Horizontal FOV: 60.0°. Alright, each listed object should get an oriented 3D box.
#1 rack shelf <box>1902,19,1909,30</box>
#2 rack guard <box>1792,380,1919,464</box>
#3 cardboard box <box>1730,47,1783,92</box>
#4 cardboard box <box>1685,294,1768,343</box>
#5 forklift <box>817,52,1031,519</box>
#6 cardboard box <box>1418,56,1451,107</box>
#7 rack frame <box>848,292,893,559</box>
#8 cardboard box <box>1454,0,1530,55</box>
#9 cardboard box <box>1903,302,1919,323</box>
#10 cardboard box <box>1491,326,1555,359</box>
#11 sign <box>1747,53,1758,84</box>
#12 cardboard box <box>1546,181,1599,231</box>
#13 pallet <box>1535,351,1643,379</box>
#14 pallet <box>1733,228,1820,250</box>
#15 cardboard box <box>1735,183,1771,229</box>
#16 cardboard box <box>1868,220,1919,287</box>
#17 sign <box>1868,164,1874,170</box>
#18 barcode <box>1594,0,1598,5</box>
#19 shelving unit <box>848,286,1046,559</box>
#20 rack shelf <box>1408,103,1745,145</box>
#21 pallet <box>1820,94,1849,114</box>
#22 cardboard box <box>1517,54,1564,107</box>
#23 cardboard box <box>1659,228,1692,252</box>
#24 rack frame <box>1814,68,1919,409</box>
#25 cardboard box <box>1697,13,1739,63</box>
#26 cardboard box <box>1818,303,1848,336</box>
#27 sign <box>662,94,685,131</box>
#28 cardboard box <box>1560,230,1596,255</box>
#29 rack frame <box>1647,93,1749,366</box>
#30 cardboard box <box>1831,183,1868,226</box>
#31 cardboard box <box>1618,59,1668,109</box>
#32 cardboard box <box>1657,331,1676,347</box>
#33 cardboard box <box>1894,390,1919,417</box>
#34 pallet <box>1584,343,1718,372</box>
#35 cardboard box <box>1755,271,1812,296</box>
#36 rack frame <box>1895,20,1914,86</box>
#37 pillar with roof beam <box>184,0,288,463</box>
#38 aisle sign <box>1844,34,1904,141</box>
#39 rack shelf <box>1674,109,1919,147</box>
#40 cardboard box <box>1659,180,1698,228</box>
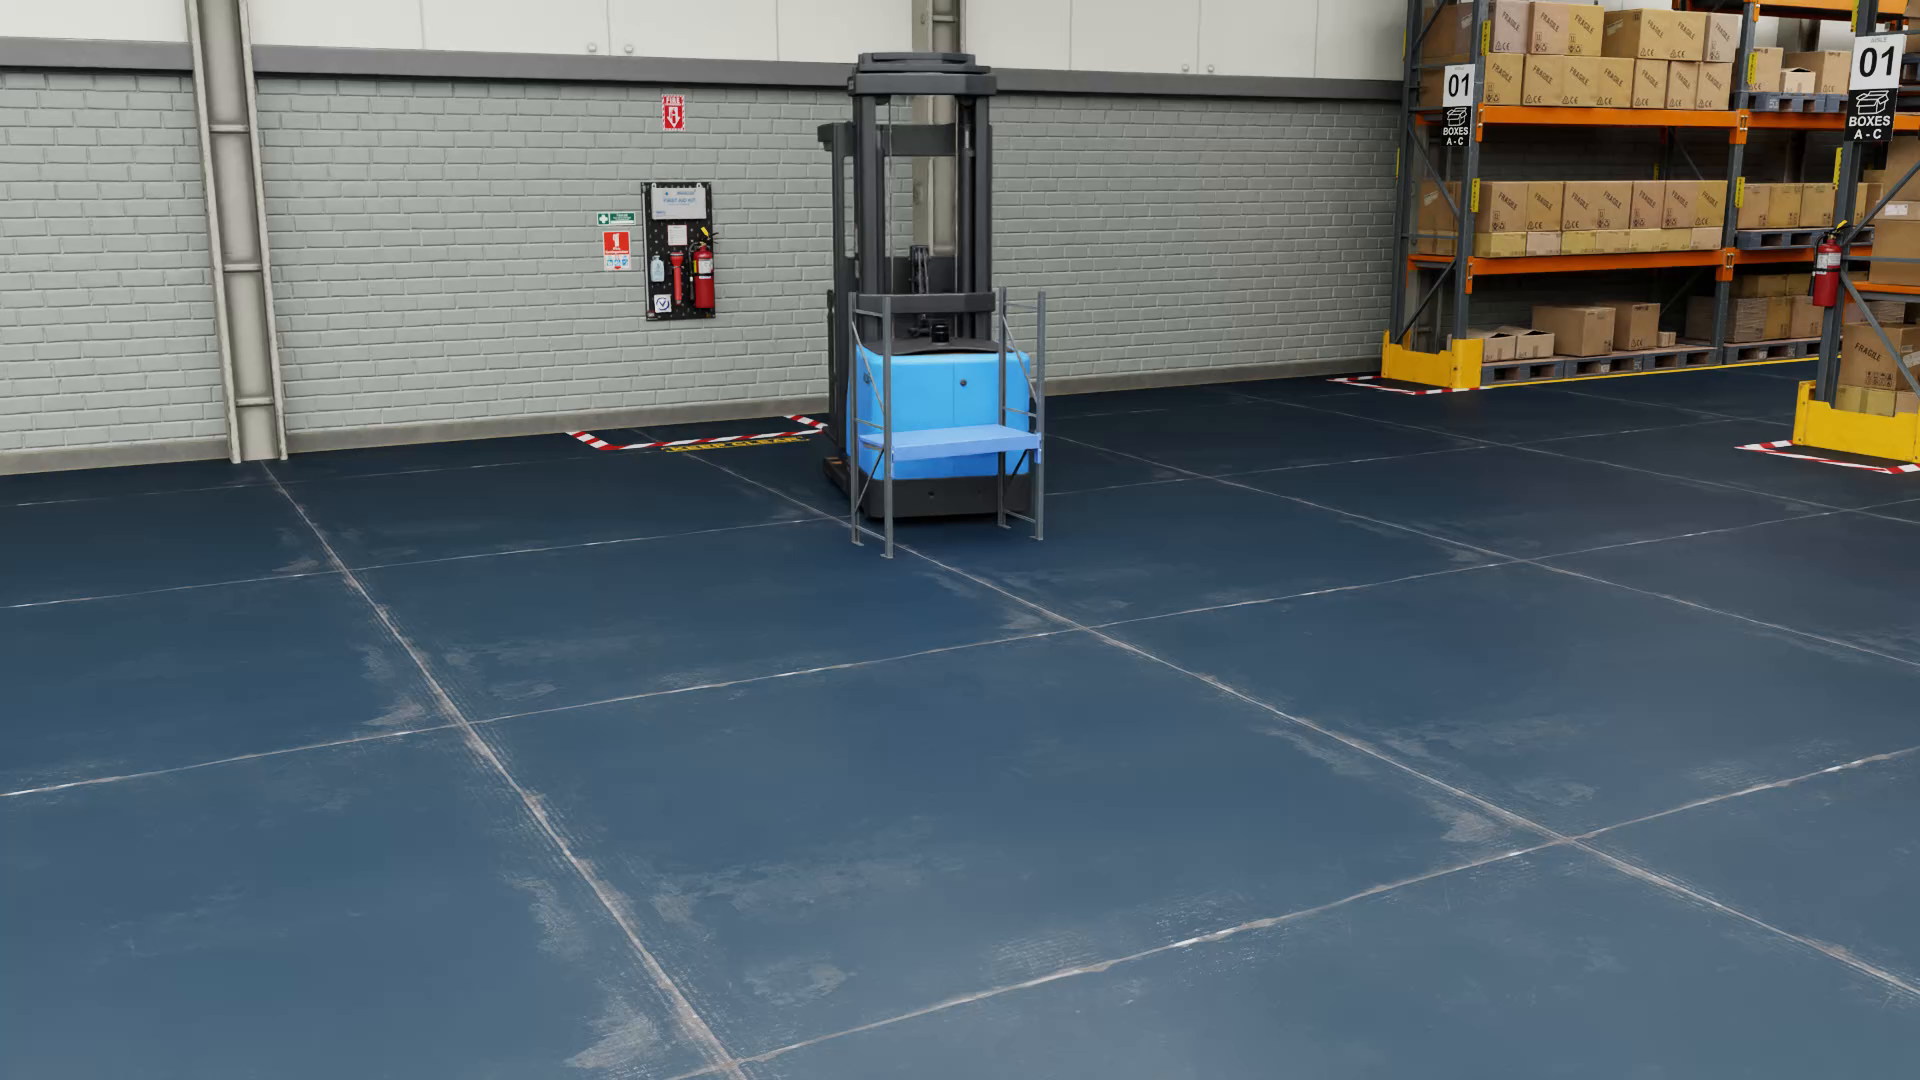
[{"bbox_3d":[13.653,-6.554,21.287,4.000,0.370,1.077,-7,14,-28],"label":"rack shelf"},{"bbox_3d":[7.232,-0.945,13.171,0.348,0.500,1.175,-7,14,-28],"label":"rack guard"},{"bbox_3d":[8.905,-5.302,18.818,0.500,0.500,0.500,-5,13,-20],"label":"cardboard box"},{"bbox_3d":[9.025,-2.618,19.602,0.500,0.500,0.700,-6,14,-26],"label":"cardboard box"},{"bbox_3d":[-0.377,-1.842,11.618,1.130,2.935,3.031,-3,13,-13],"label":"forklift"},{"bbox_3d":[5.121,-4.736,17.217,0.500,0.500,0.500,-6,14,-24],"label":"cardboard box"},{"bbox_3d":[-0.521,-0.669,9.667,0.032,1.500,0.500,-7,14,-28],"label":"rack frame"},{"bbox_3d":[5.331,-5.125,16.668,0.500,0.500,0.500,-8,15,-32],"label":"cardboard box"},{"bbox_3d":[12.606,-3.171,21.309,0.750,0.750,0.750,-7,14,-29],"label":"cardboard box"},{"bbox_3d":[6.027,-2.140,17.908,0.500,0.311,0.500,-6,14,-23],"label":"cardboard box"},{"bbox_3d":[8.654,-5.154,18.170,0.005,0.325,0.100,-7,14,-28],"label":"sign"},{"bbox_3d":[6.334,-3.520,17.504,0.500,0.500,0.500,-7,15,-30],"label":"cardboard box"},{"bbox_3d":[6.742,-1.975,18.405,1.213,0.211,1.003,-7,14,-28],"label":"pallet"},{"bbox_3d":[9.128,-3.501,19.271,1.213,0.211,1.003,-7,14,-28],"label":"pallet"},{"bbox_3d":[8.850,-3.853,19.167,0.500,0.500,0.700,-7,14,-28],"label":"cardboard box"},{"bbox_3d":[7.669,-2.263,13.104,0.500,0.500,0.700,-7,14,-28],"label":"cardboard box"},{"bbox_3d":[11.629,-4.635,21.234,0.005,0.325,0.100,-7,14,-28],"label":"sign"},{"bbox_3d":[6.961,-5.869,18.198,0.075,0.075,0.001,-7,14,-28],"label":"barcode"},{"bbox_3d":[-0.075,-0.723,9.905,1.048,1.500,0.538,-7,14,-28],"label":"shelving unit"},{"bbox_3d":[6.632,-4.444,17.832,4.000,0.370,1.077,-7,14,-28],"label":"rack shelf"},{"bbox_3d":[9.889,-5.068,19.394,1.003,0.211,1.213,-7,14,-28],"label":"pallet"},{"bbox_3d":[5.778,-4.680,16.968,0.500,0.500,0.500,-6,14,-24],"label":"cardboard box"},{"bbox_3d":[7.675,-3.320,18.325,0.500,0.250,0.500,-7,14,-28],"label":"cardboard box"},{"bbox_3d":[7.253,-2.167,12.908,0.127,3.000,1.000,-7,14,-28],"label":"rack frame"},{"bbox_3d":[8.077,-5.447,18.099,0.500,0.500,0.500,-8,15,-33],"label":"cardboard box"},{"bbox_3d":[10.361,-2.783,20.335,0.500,0.500,0.700,-7,14,-28],"label":"cardboard box"},{"bbox_3d":[-2.433,-3.627,14.115,0.199,0.298,0.001,-7,14,-28],"label":"sign"},{"bbox_3d":[6.355,-3.158,17.606,0.500,0.250,0.500,-7,15,-29],"label":"cardboard box"},{"bbox_3d":[8.387,-3.542,19.018,0.127,3.000,1.000,-7,14,-28],"label":"rack frame"},{"bbox_3d":[10.407,-4.040,19.998,0.500,0.500,0.700,-7,14,-28],"label":"cardboard box"},{"bbox_3d":[7.144,-4.847,17.710,0.500,0.500,0.500,-7,15,-30],"label":"cardboard box"},{"bbox_3d":[7.932,-2.313,19.005,0.250,0.166,0.380,-9,16,-35],"label":"cardboard box"},{"bbox_3d":[7.830,-1.044,13.224,0.500,0.250,0.500,-7,14,-28],"label":"cardboard box"},{"bbox_3d":[7.814,-2.104,18.980,1.213,0.211,1.003,-7,14,-28],"label":"pallet"},{"bbox_3d":[9.865,-3.086,19.975,0.500,0.250,0.500,-7,15,-29],"label":"cardboard box"},{"bbox_3d":[11.898,-6.890,20.229,0.127,3.000,1.000,-7,14,-28],"label":"rack frame"},{"bbox_3d":[-3.394,-4.197,8.261,0.400,9.000,9.100,-7,14,-28],"label":"pillar with roof beam"},{"bbox_3d":[7.054,-3.485,12.843,0.004,0.787,0.394,-7,14,-28],"label":"aisle sign"},{"bbox_3d":[10.142,-4.865,19.702,4.000,0.370,1.077,-7,14,-28],"label":"rack shelf"},{"bbox_3d":[7.685,-3.682,18.226,0.500,0.500,0.500,-7,14,-28],"label":"cardboard box"}]
